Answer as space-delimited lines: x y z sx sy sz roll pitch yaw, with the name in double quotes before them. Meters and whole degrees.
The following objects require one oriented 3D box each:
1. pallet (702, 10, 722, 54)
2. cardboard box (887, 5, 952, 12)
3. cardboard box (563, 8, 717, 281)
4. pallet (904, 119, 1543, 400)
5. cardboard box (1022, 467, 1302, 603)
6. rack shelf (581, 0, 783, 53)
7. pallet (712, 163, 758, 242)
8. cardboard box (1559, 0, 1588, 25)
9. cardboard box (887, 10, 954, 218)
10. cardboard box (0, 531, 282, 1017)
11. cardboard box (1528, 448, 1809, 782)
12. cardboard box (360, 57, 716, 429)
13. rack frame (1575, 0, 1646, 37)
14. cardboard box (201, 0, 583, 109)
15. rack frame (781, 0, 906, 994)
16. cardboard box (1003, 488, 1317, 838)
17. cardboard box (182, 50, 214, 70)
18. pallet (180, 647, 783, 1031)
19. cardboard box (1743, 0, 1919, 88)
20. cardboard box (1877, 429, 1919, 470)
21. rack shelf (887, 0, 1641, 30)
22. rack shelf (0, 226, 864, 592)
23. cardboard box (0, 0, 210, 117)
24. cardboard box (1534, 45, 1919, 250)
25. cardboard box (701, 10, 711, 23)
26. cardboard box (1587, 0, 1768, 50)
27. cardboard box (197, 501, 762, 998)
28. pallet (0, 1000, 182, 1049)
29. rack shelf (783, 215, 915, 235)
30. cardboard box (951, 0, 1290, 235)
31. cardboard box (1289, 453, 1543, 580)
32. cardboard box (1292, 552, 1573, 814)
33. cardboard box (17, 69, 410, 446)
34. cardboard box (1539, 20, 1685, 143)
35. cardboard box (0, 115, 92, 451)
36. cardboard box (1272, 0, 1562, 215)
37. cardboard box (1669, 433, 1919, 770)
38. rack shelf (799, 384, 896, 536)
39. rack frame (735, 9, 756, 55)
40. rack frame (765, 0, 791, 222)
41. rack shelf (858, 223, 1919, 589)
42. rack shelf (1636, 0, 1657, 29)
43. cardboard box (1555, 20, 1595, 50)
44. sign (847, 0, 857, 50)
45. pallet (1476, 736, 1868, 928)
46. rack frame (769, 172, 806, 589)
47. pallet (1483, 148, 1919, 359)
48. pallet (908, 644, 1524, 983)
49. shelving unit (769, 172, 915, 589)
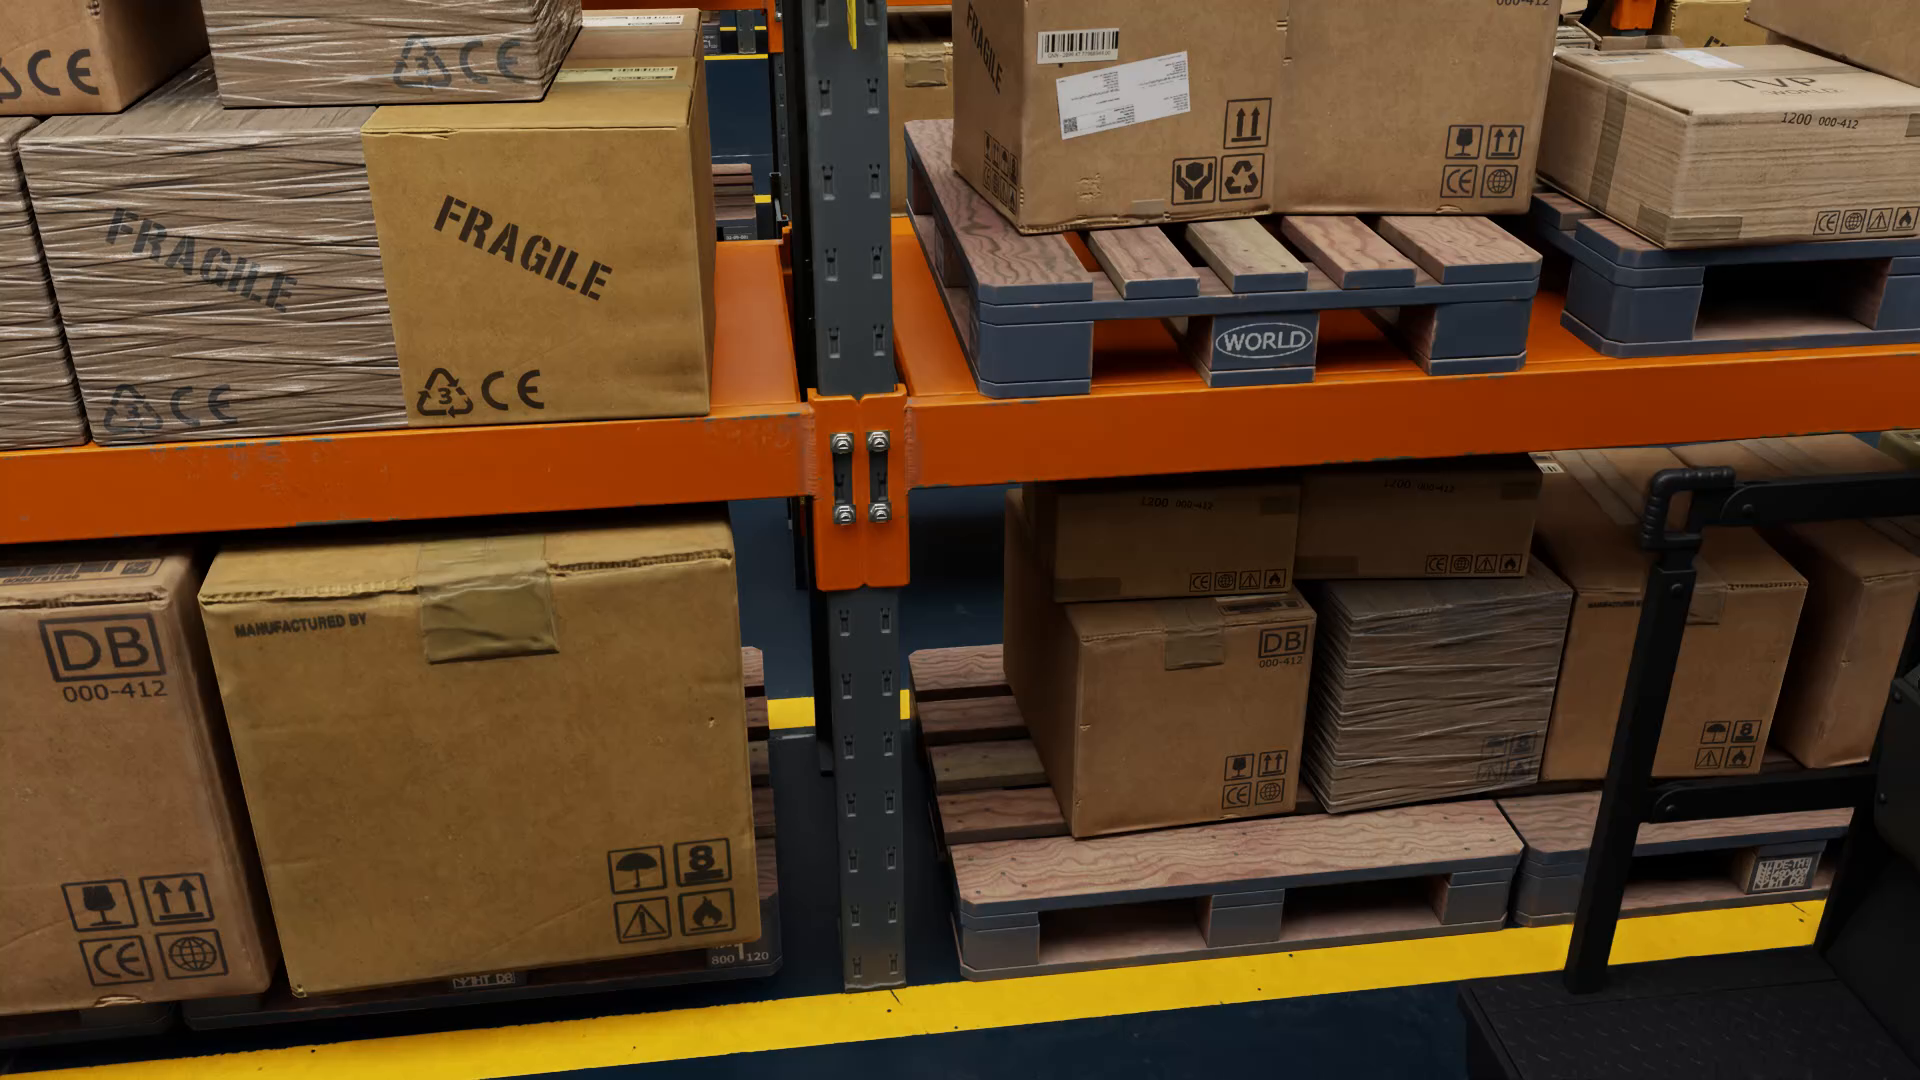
"pallet" -2.415 -3.852 12.526 1.213 0.211 1.003 -4 27 -7
"cardboard box" -0.333 -4.208 12.585 0.625 0.372 0.950 -4 27 -8
"cardboard box" -0.762 -0.765 3.346 0.500 0.500 0.500 -3 27 -6
"pallet" 0.448 -0.637 3.416 1.003 0.211 1.213 -4 27 -7
"cardboard box" 0.416 -0.102 3.598 0.500 0.250 0.500 -3 27 -5
"rack shelf" -2.815 -2.430 7.488 4.000 0.370 1.077 -4 27 -7
"pallet" -1.608 -1.588 8.113 1.213 0.211 1.003 -4 27 -7
"cardboard box" 3.987 -3.248 10.880 0.503 0.637 0.797 -4 27 -7
"cardboard box" -0.219 -2.061 7.986 0.750 0.750 1.050 -4 27 -8
"cardboard box" -1.813 0.217 3.408 0.875 0.875 1.225 -4 27 -7
"cardboard box" 1.525 0.156 3.917 0.500 0.500 0.700 -1 27 -3
"cardboard box" -0.697 -0.530 2.887 0.500 0.500 0.500 -3 27 -6
"rack frame" 3.127 -3.132 8.068 0.127 3.000 1.000 -4 27 -7
"cardboard box" -0.969 -1.080 2.861 0.637 0.503 0.797 -3 27 -5
"rack frame" -0.243 -0.629 3.190 0.127 3.000 1.000 -4 27 -7
"cardboard box" 0.417 0.236 3.761 0.500 0.500 0.700 -5 28 -10
"cardboard box" -1.273 -0.732 3.280 0.500 0.500 0.500 -4 27 -9
"pallet" -1.034 0.628 3.795 1.213 0.211 1.003 -4 27 -7
"cardboard box" 2.014 -0.964 3.270 0.637 0.503 0.797 -1 27 -2
"cardboard box" 2.632 0.084 4.056 0.500 0.500 0.700 -4 27 -7
"rack shelf" 1.146 -2.685 7.984 4.000 0.370 1.077 -4 27 -7
"rack shelf" -2.224 -0.181 3.106 4.000 0.370 1.077 -4 27 -7
"cardboard box" -1.615 -1.040 2.783 0.637 0.503 0.797 -3 27 -6
"cardboard box" 1.449 -0.752 3.133 0.500 0.250 0.500 -4 27 -9
"cardboard box" -2.319 -4.344 12.298 0.875 0.875 0.875 -4 27 -8
"cardboard box" 3.759 -2.382 8.473 0.875 0.875 0.875 -3 27 -6
"cardboard box" -0.929 0.164 3.512 0.875 0.875 1.225 -5 28 -10
"pallet" -2.240 0.704 3.647 1.213 0.211 1.003 -4 27 -7
"rack shelf" -0.007 -0.760 4.859 1.000 0.278 0.538 -4 27 -7
"cardboard box" 0.286 -0.913 3.173 0.500 0.500 0.500 -7 28 -13
"cardboard box" 0.940 -0.141 3.673 0.500 0.250 0.500 -1 27 -1
"cardboard box" 0.965 0.195 3.841 0.500 0.500 0.700 -6 28 -11
"cardboard box" -1.192 -0.501 2.831 0.500 0.500 0.500 -4 27 -8
"cardboard box" 1.370 -0.984 3.569 0.258 0.266 0.396 -4 27 -9
"cardboard box" -1.706 -0.466 2.764 0.500 0.500 0.500 -5 28 -9
"cardboard box" 0.825 -0.993 3.330 0.500 0.500 0.700 0 27 1
"cardboard box" 2.078 0.120 3.986 0.500 0.500 0.700 -6 28 -12
"rack shelf" -0.007 -0.282 5.104 1.000 0.278 0.538 -4 27 -7
"rack frame" -1.624 -5.109 11.921 0.127 3.000 1.000 -4 27 -7
"rack frame" -0.834 -2.877 7.572 0.127 3.000 1.000 -4 27 -7
"rack shelf" 1.737 -0.436 3.602 4.000 0.370 1.077 -4 27 -7
"rack shelf" 5.107 -2.939 8.480 4.000 0.370 1.077 -4 27 -7
"cardboard box" 2.525 -2.238 8.329 0.750 0.750 1.050 -4 27 -7
"sign" -0.163 -0.893 2.437 0.005 0.325 0.100 -4 27 -7
"pallet" 1.736 0.487 4.070 1.213 0.211 1.003 -4 27 -7
"rack frame" -0.510 -0.468 4.929 0.032 1.125 0.500 -4 27 -7
"pallet" 1.711 -0.688 3.515 1.213 0.211 1.003 -4 27 -7
"pallet" 0.531 0.563 3.922 1.213 0.211 1.003 -4 27 -7
"shelving unit" -0.007 -0.500 4.992 1.048 1.125 0.538 -4 27 -7
